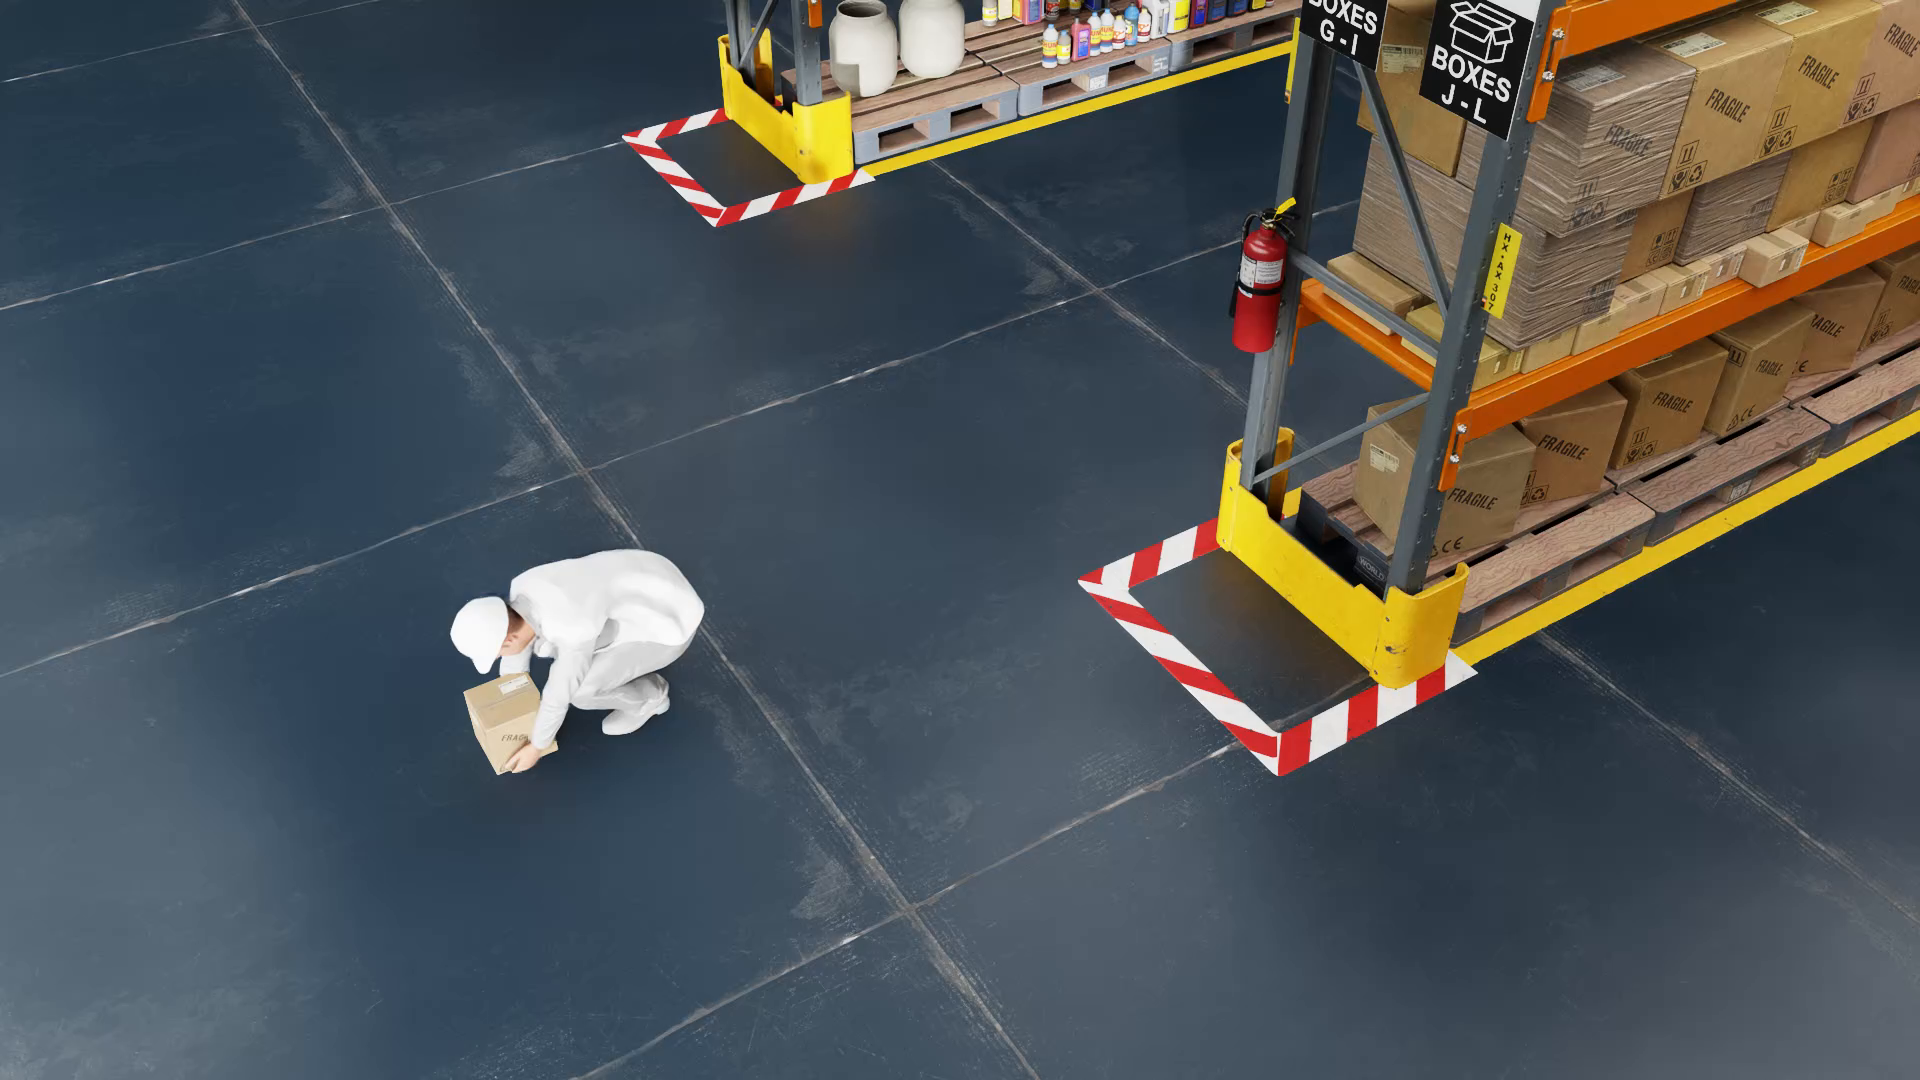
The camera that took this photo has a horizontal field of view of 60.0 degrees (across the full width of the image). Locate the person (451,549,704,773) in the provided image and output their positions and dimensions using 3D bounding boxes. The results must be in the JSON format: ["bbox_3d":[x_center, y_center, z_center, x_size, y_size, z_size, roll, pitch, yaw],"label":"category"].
[{"bbox_3d":[-1.460,0.413,6.448,0.948,0.852,0.508,-23,45,-24],"label":"person"}]
